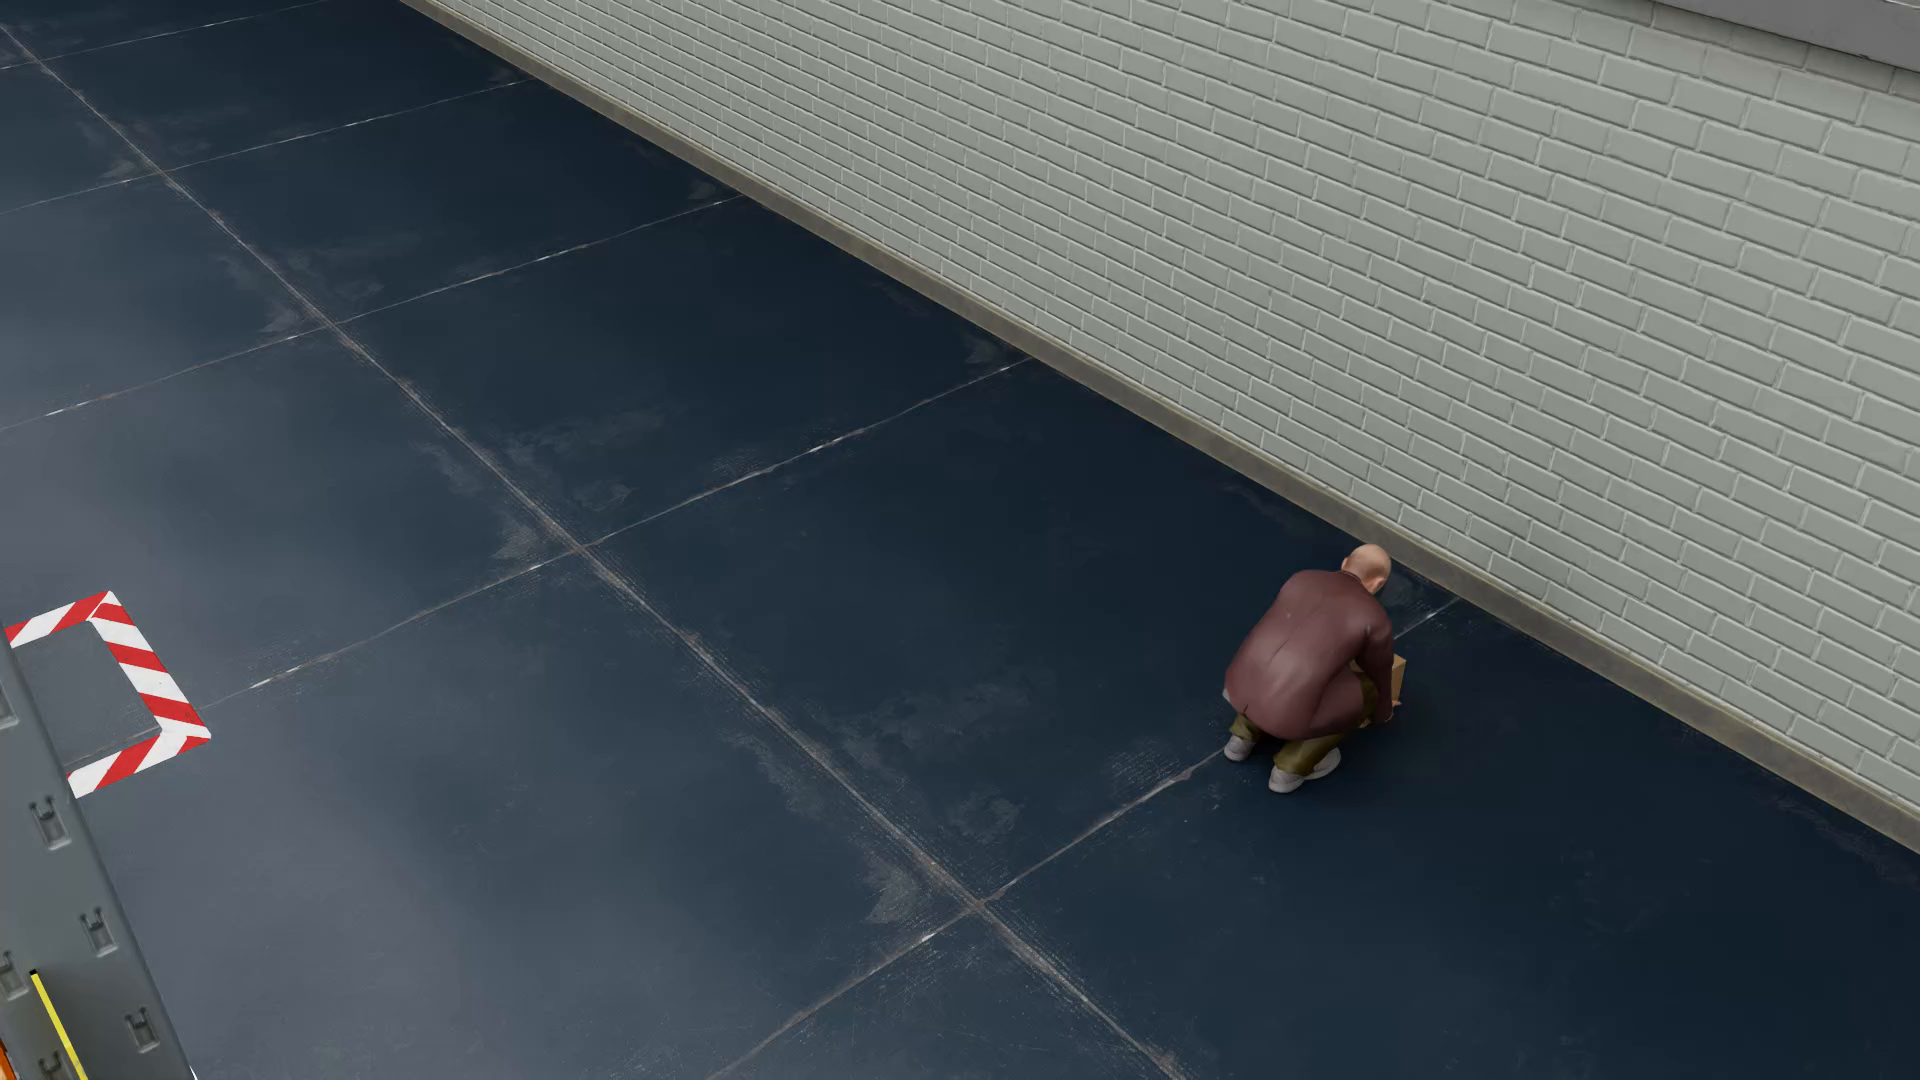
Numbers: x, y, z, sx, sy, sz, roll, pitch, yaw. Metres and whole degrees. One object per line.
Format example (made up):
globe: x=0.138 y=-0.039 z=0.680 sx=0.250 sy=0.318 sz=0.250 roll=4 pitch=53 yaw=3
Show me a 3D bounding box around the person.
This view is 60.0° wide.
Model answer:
person: x=1.453 y=0.548 z=6.808 sx=0.922 sy=0.890 sz=0.581 roll=-27 pitch=43 yaw=-32
